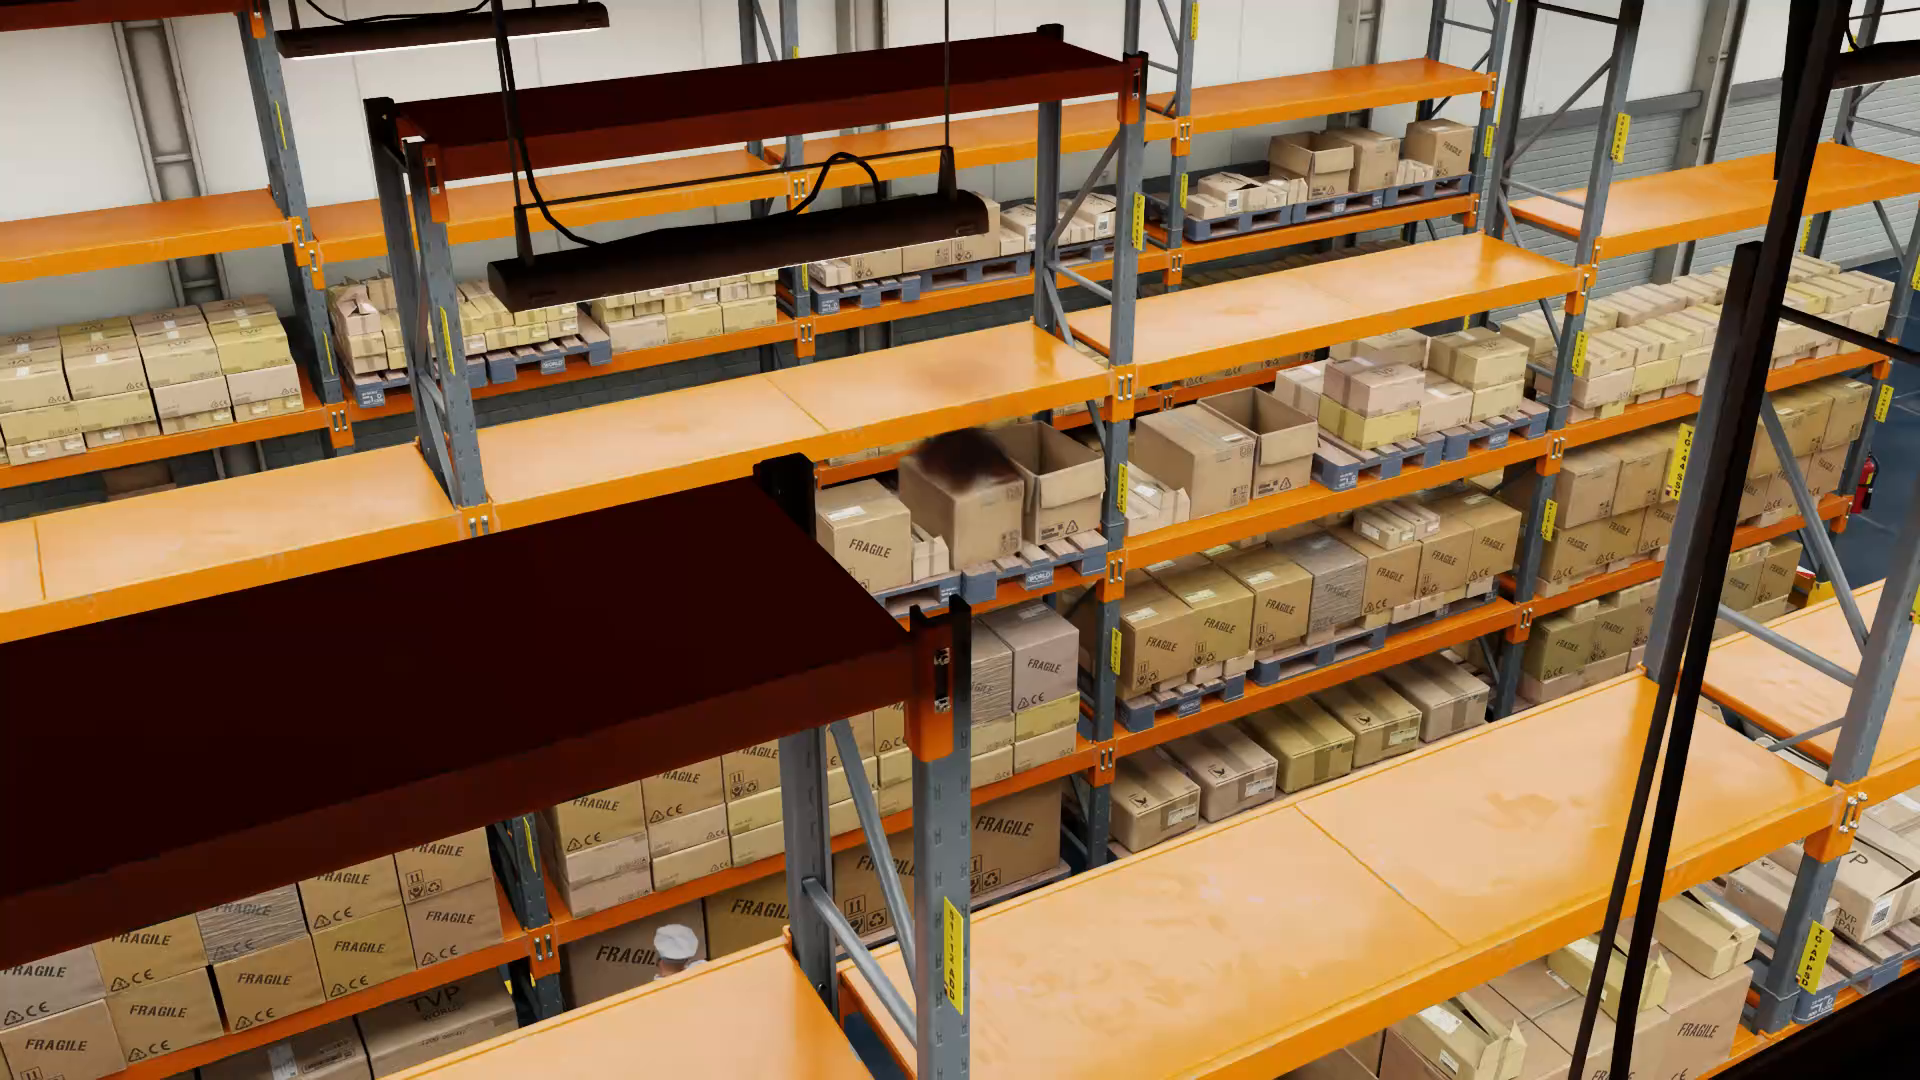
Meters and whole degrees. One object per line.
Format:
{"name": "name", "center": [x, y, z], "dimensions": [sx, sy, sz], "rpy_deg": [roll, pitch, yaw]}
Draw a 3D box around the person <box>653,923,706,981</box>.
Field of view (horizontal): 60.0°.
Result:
{"name": "person", "center": [-1.579, 2.961, 9.540], "dimensions": [0.402, 1.760, 0.597], "rpy_deg": [24, 36, 37]}
